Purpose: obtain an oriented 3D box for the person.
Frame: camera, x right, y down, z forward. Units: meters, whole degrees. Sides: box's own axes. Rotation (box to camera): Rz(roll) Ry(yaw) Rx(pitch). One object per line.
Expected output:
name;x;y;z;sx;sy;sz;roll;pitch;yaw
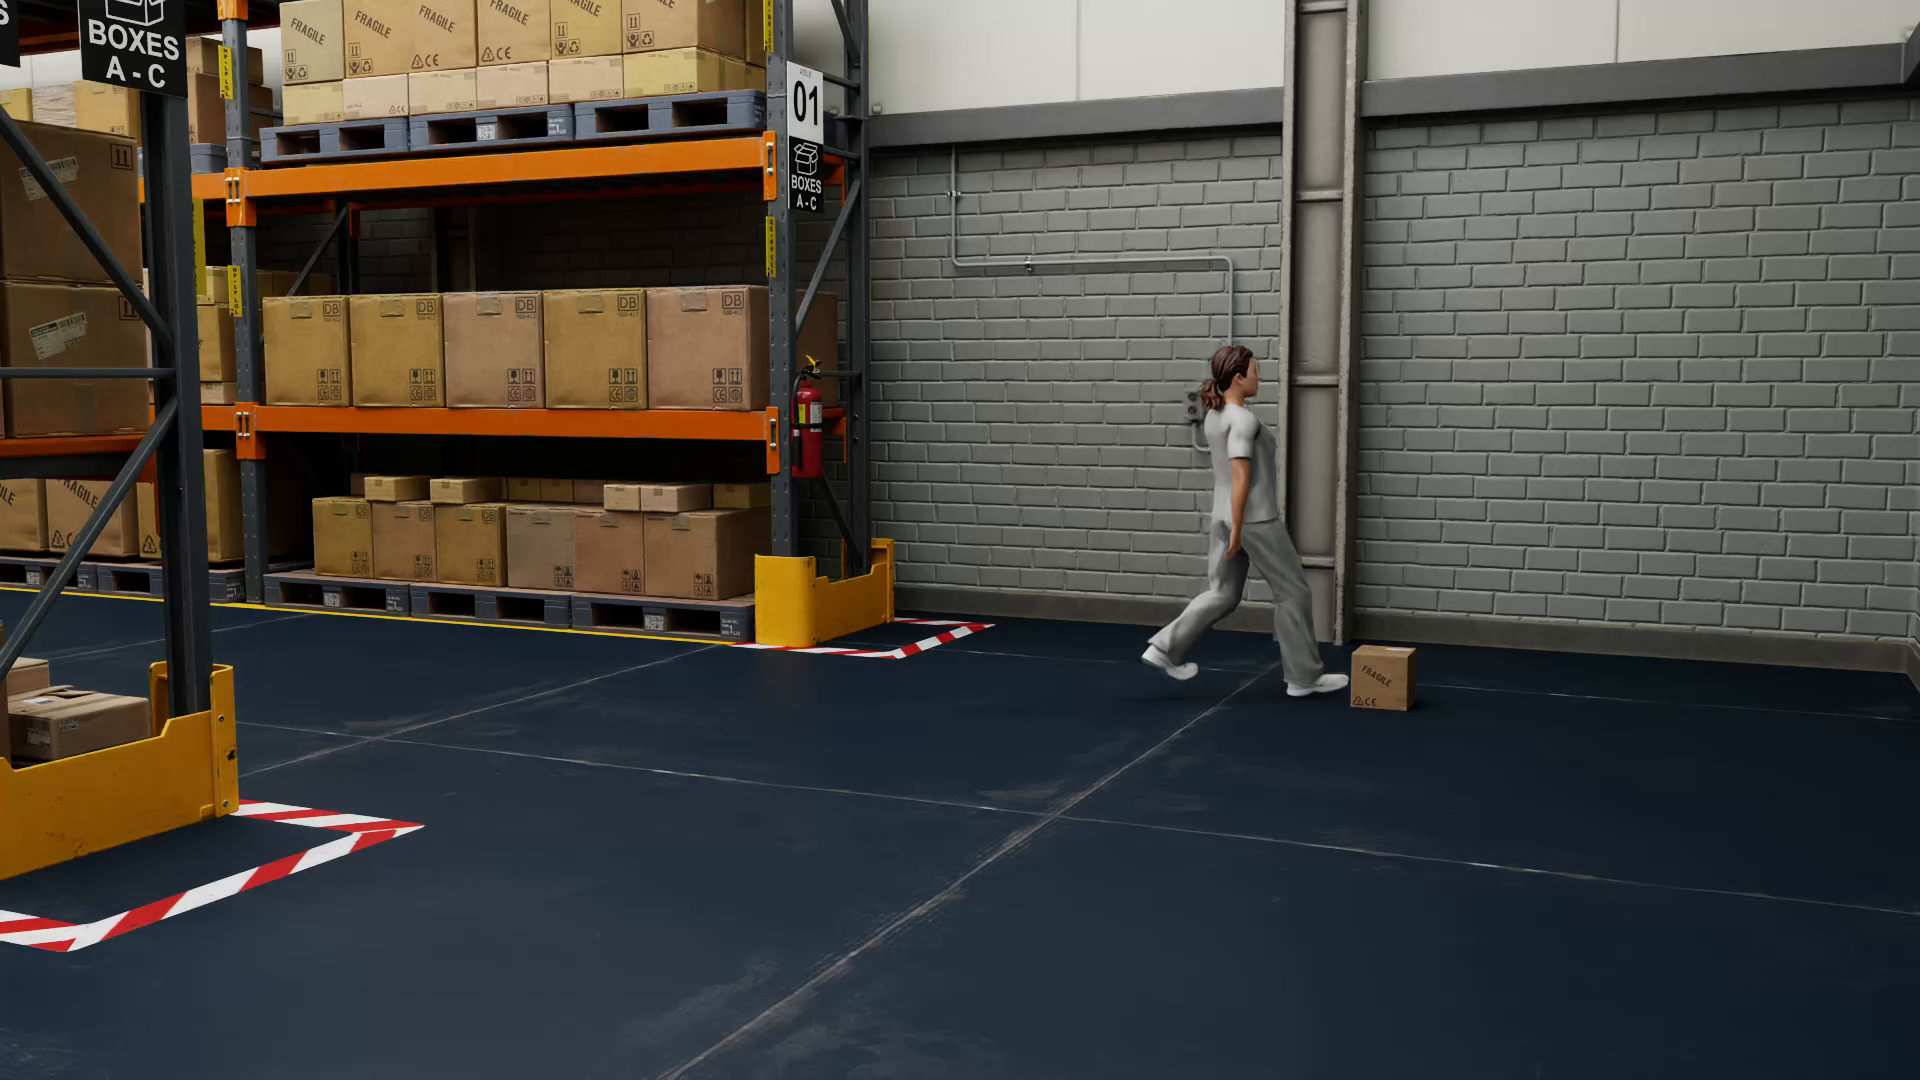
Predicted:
person;1.323;-0.083;7.710;0.980;1.624;0.447;-2;6;-20
